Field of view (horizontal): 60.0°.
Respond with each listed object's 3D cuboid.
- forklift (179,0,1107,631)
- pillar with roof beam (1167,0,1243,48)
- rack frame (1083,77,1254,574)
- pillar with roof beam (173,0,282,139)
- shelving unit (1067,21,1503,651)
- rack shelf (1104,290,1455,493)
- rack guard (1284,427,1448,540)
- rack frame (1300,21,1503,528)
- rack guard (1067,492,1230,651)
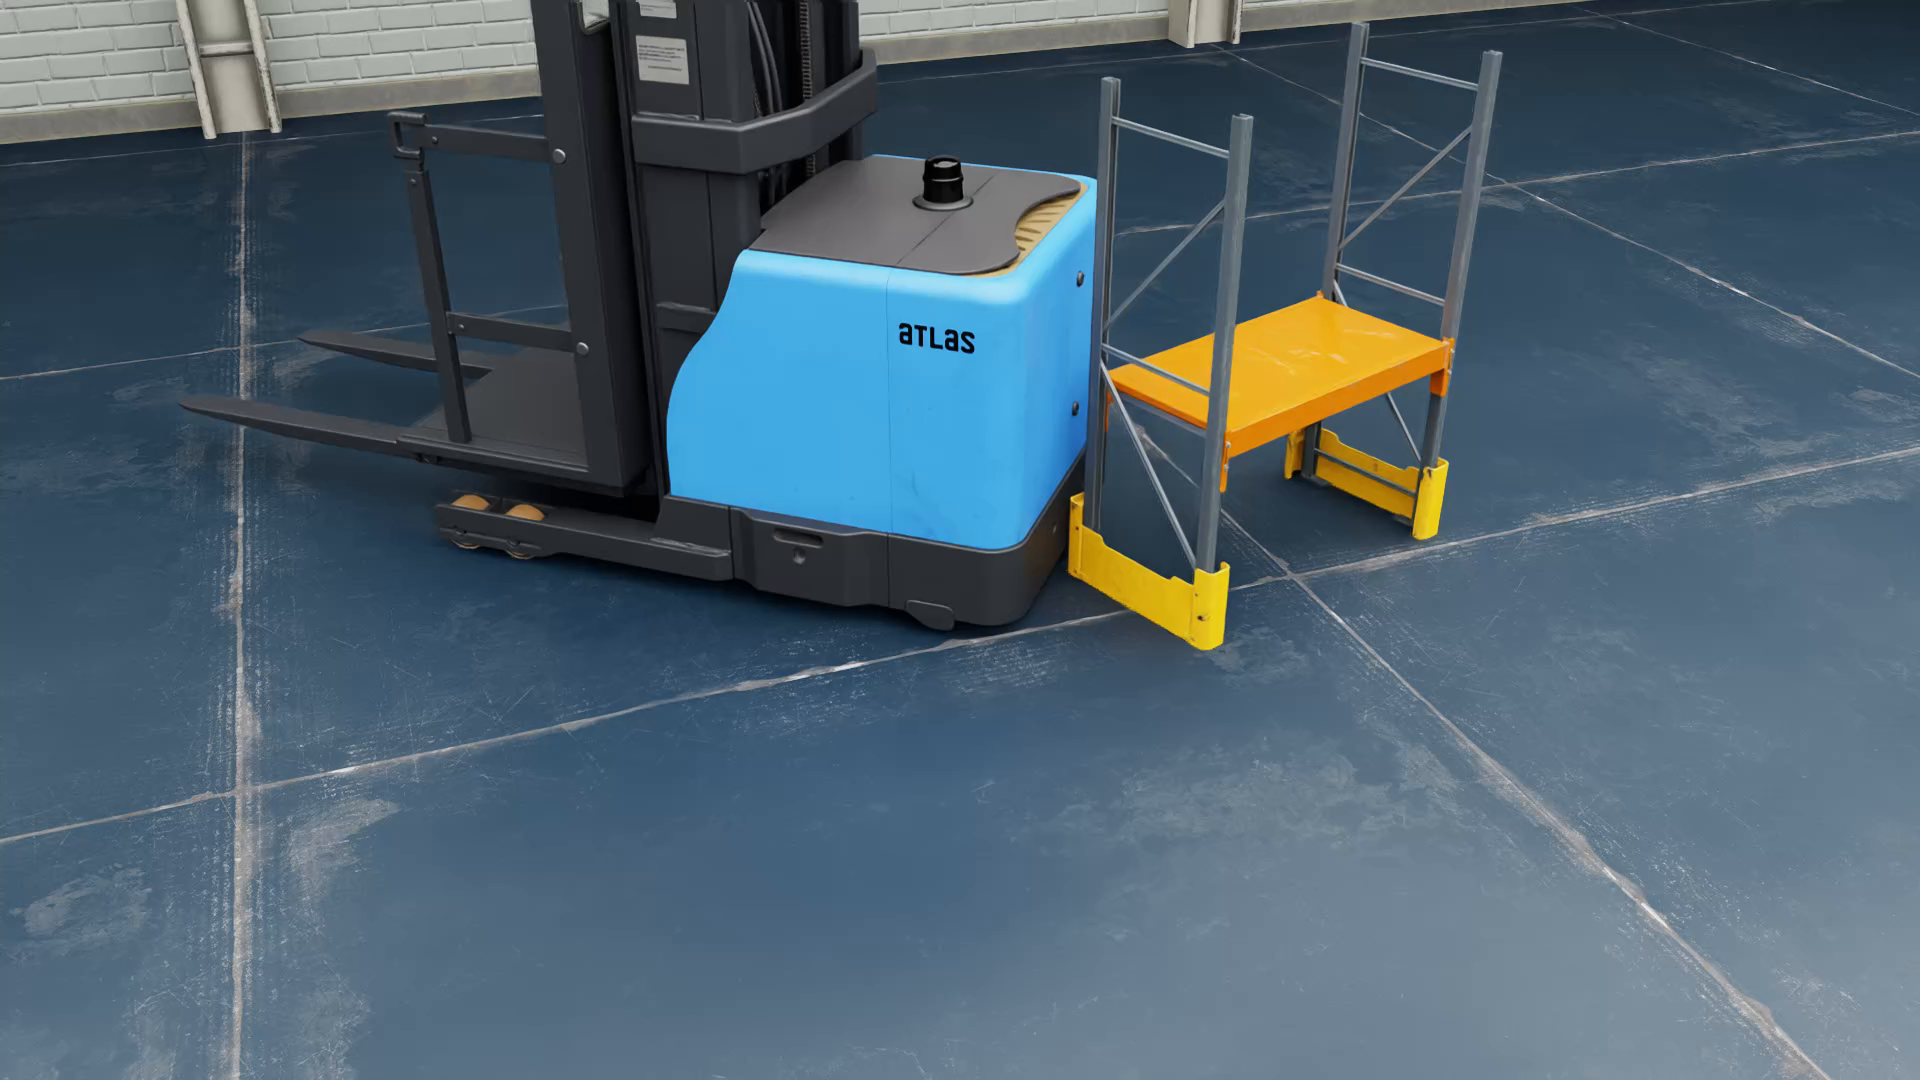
[{"bbox_3d":[-1.101,-1.448,4.830,3.031,2.935,1.130,10,31,17],"label":"forklift"},{"bbox_3d":[3.123,-5.250,5.374,0.400,9.000,9.100,-10,31,-18],"label":"pillar with roof beam"},{"bbox_3d":[0.538,-0.459,4.540,0.032,1.500,0.500,-22,36,-34],"label":"rack frame"},{"bbox_3d":[-2.501,-4.214,3.557,0.400,9.000,9.100,-10,31,-18],"label":"pillar with roof beam"},{"bbox_3d":[0.923,-0.616,4.816,1.083,1.500,0.587,-22,36,-34],"label":"shelving unit"},{"bbox_3d":[0.930,-0.463,4.910,1.000,0.185,0.538,-22,36,-34],"label":"rack shelf"},{"bbox_3d":[1.307,-0.230,5.401,0.087,0.250,0.587,-22,36,-34],"label":"rack guard"},{"bbox_3d":[1.322,-0.779,5.102,0.032,1.500,0.500,-22,36,-34],"label":"rack frame"},{"bbox_3d":[0.539,0.084,4.850,0.087,0.250,0.587,-22,36,-34],"label":"rack guard"}]
